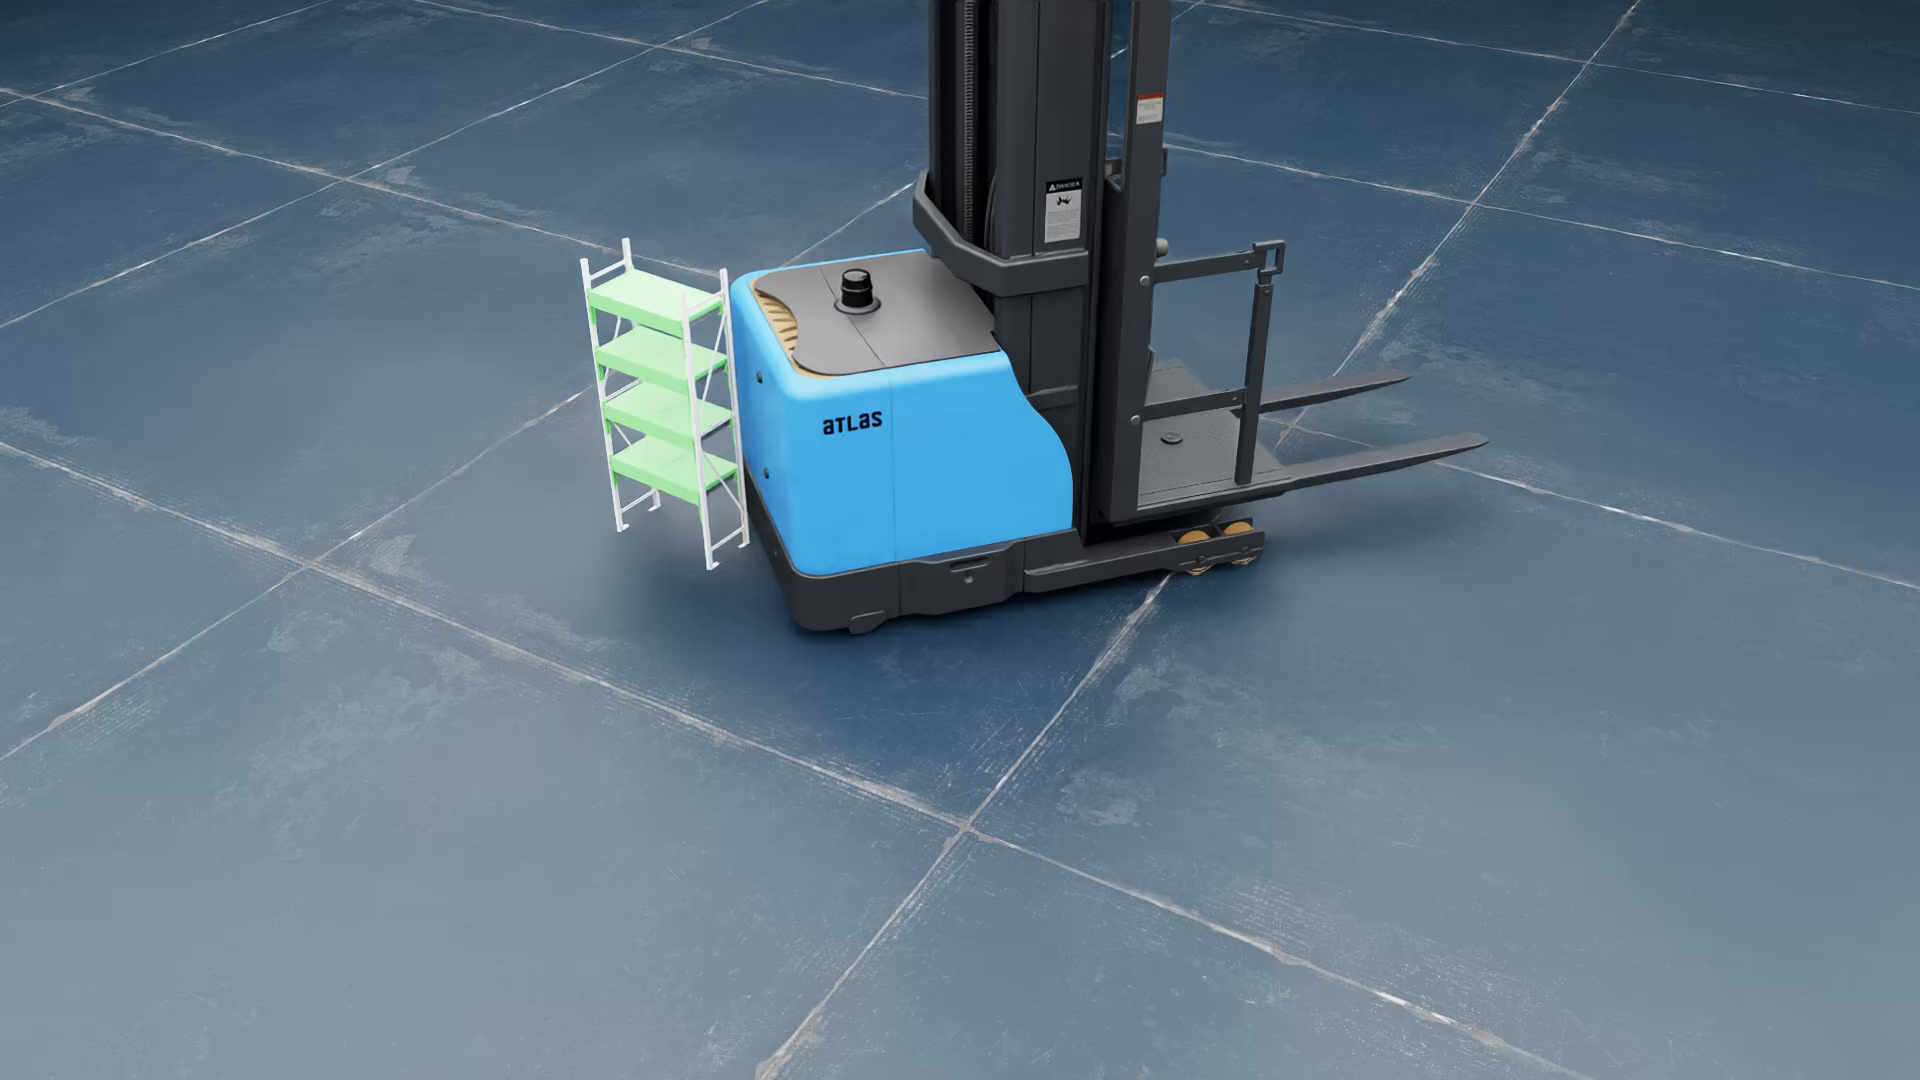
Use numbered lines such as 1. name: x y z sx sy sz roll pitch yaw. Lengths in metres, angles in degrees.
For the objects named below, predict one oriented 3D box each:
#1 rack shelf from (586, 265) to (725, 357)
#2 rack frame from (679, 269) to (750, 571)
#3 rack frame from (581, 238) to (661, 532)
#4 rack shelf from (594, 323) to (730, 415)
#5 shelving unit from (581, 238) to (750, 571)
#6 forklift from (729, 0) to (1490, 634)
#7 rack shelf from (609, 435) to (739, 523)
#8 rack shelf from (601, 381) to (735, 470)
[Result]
1. rack shelf: -1.126 -0.857 6.204 0.480 0.148 0.258 21 39 28
2. rack frame: -0.925 -0.434 6.320 0.015 1.200 0.240 21 39 28
3. rack frame: -1.327 -0.588 6.550 0.015 1.200 0.240 21 39 28
4. rack shelf: -1.126 -0.658 6.337 0.480 0.148 0.258 21 39 28
5. shelving unit: -1.126 -0.511 6.435 0.503 1.200 0.258 21 39 28
6. forklift: 0.683 -1.354 6.139 3.031 2.935 1.130 -11 35 -16
7. rack shelf: -1.126 -0.258 6.603 0.480 0.148 0.258 21 39 28
8. rack shelf: -1.126 -0.458 6.470 0.480 0.148 0.258 21 39 28
